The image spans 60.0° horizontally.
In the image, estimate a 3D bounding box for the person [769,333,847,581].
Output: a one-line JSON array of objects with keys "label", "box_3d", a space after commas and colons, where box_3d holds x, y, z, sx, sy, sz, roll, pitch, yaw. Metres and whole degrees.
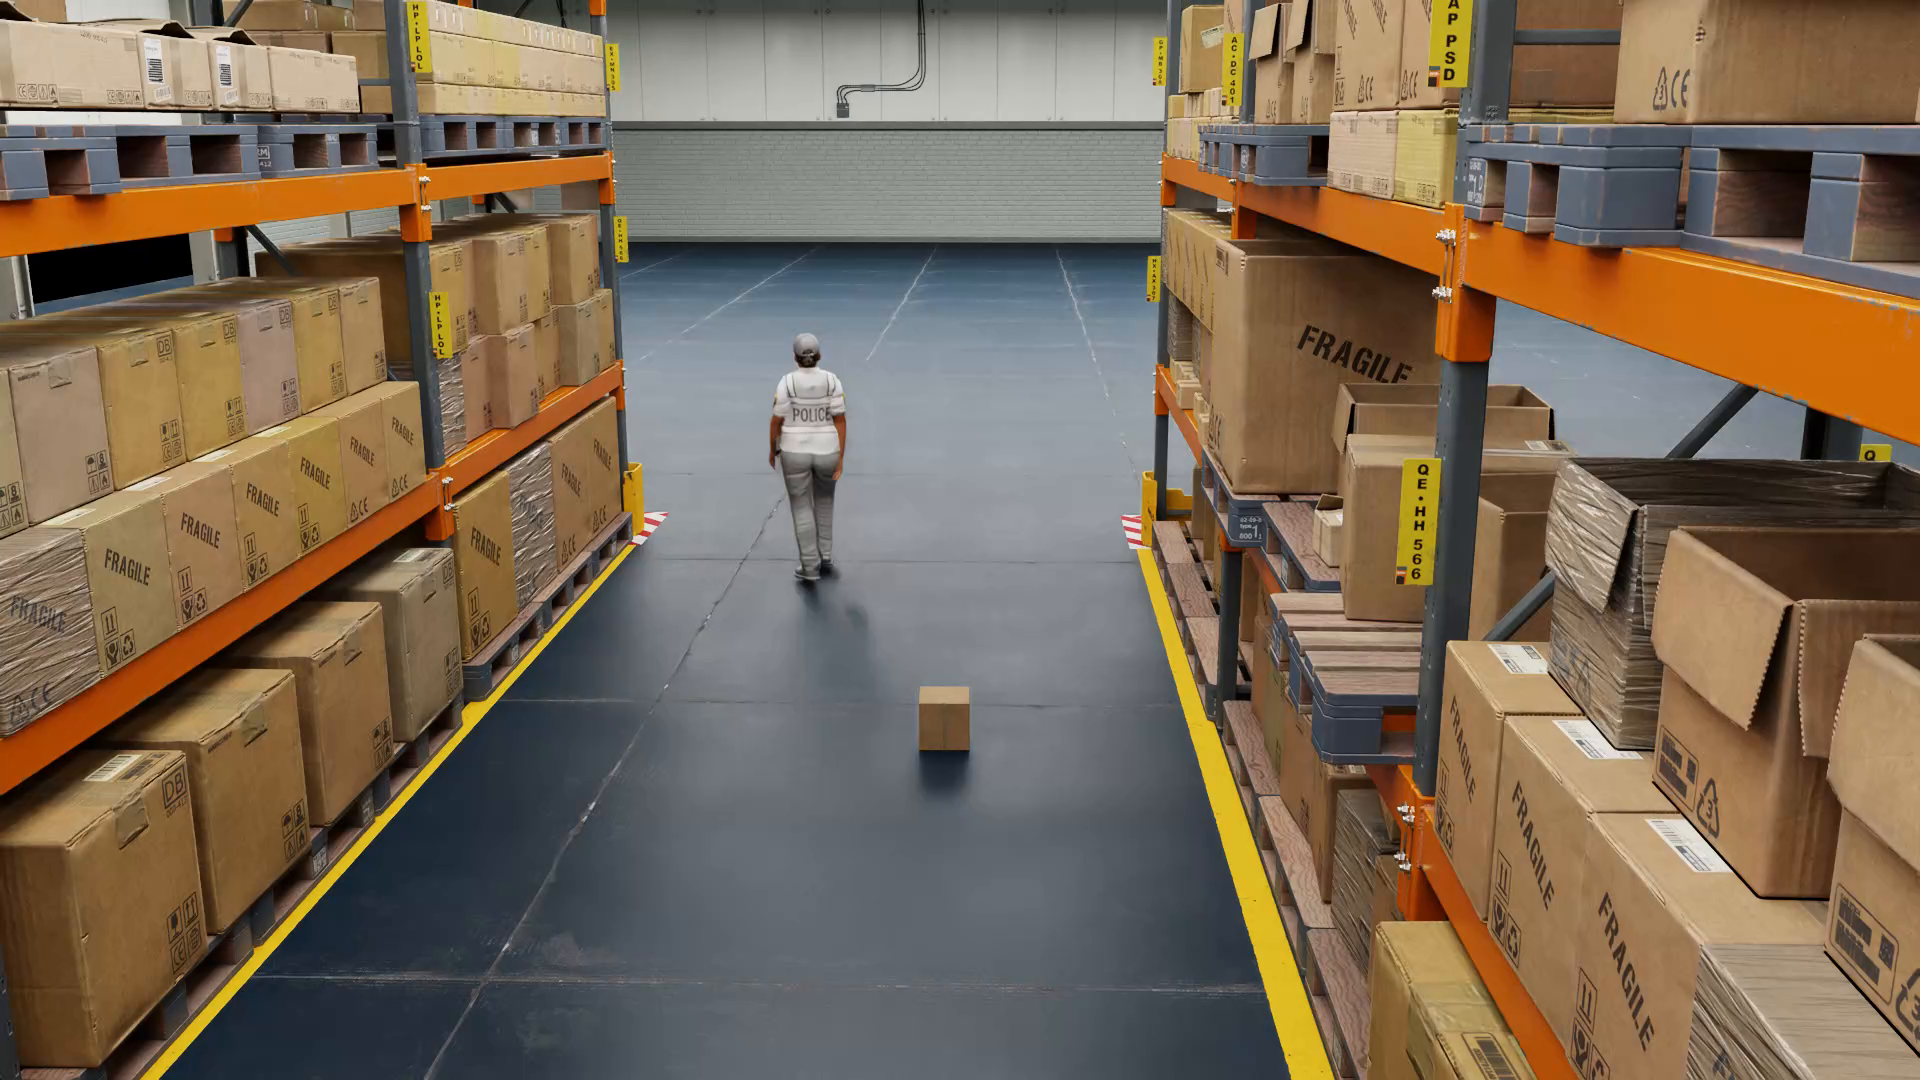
[{"label": "person", "box_3d": [-1.045, -0.552, 11.262, 0.486, 1.710, 0.683, -5, 15, -19]}]
